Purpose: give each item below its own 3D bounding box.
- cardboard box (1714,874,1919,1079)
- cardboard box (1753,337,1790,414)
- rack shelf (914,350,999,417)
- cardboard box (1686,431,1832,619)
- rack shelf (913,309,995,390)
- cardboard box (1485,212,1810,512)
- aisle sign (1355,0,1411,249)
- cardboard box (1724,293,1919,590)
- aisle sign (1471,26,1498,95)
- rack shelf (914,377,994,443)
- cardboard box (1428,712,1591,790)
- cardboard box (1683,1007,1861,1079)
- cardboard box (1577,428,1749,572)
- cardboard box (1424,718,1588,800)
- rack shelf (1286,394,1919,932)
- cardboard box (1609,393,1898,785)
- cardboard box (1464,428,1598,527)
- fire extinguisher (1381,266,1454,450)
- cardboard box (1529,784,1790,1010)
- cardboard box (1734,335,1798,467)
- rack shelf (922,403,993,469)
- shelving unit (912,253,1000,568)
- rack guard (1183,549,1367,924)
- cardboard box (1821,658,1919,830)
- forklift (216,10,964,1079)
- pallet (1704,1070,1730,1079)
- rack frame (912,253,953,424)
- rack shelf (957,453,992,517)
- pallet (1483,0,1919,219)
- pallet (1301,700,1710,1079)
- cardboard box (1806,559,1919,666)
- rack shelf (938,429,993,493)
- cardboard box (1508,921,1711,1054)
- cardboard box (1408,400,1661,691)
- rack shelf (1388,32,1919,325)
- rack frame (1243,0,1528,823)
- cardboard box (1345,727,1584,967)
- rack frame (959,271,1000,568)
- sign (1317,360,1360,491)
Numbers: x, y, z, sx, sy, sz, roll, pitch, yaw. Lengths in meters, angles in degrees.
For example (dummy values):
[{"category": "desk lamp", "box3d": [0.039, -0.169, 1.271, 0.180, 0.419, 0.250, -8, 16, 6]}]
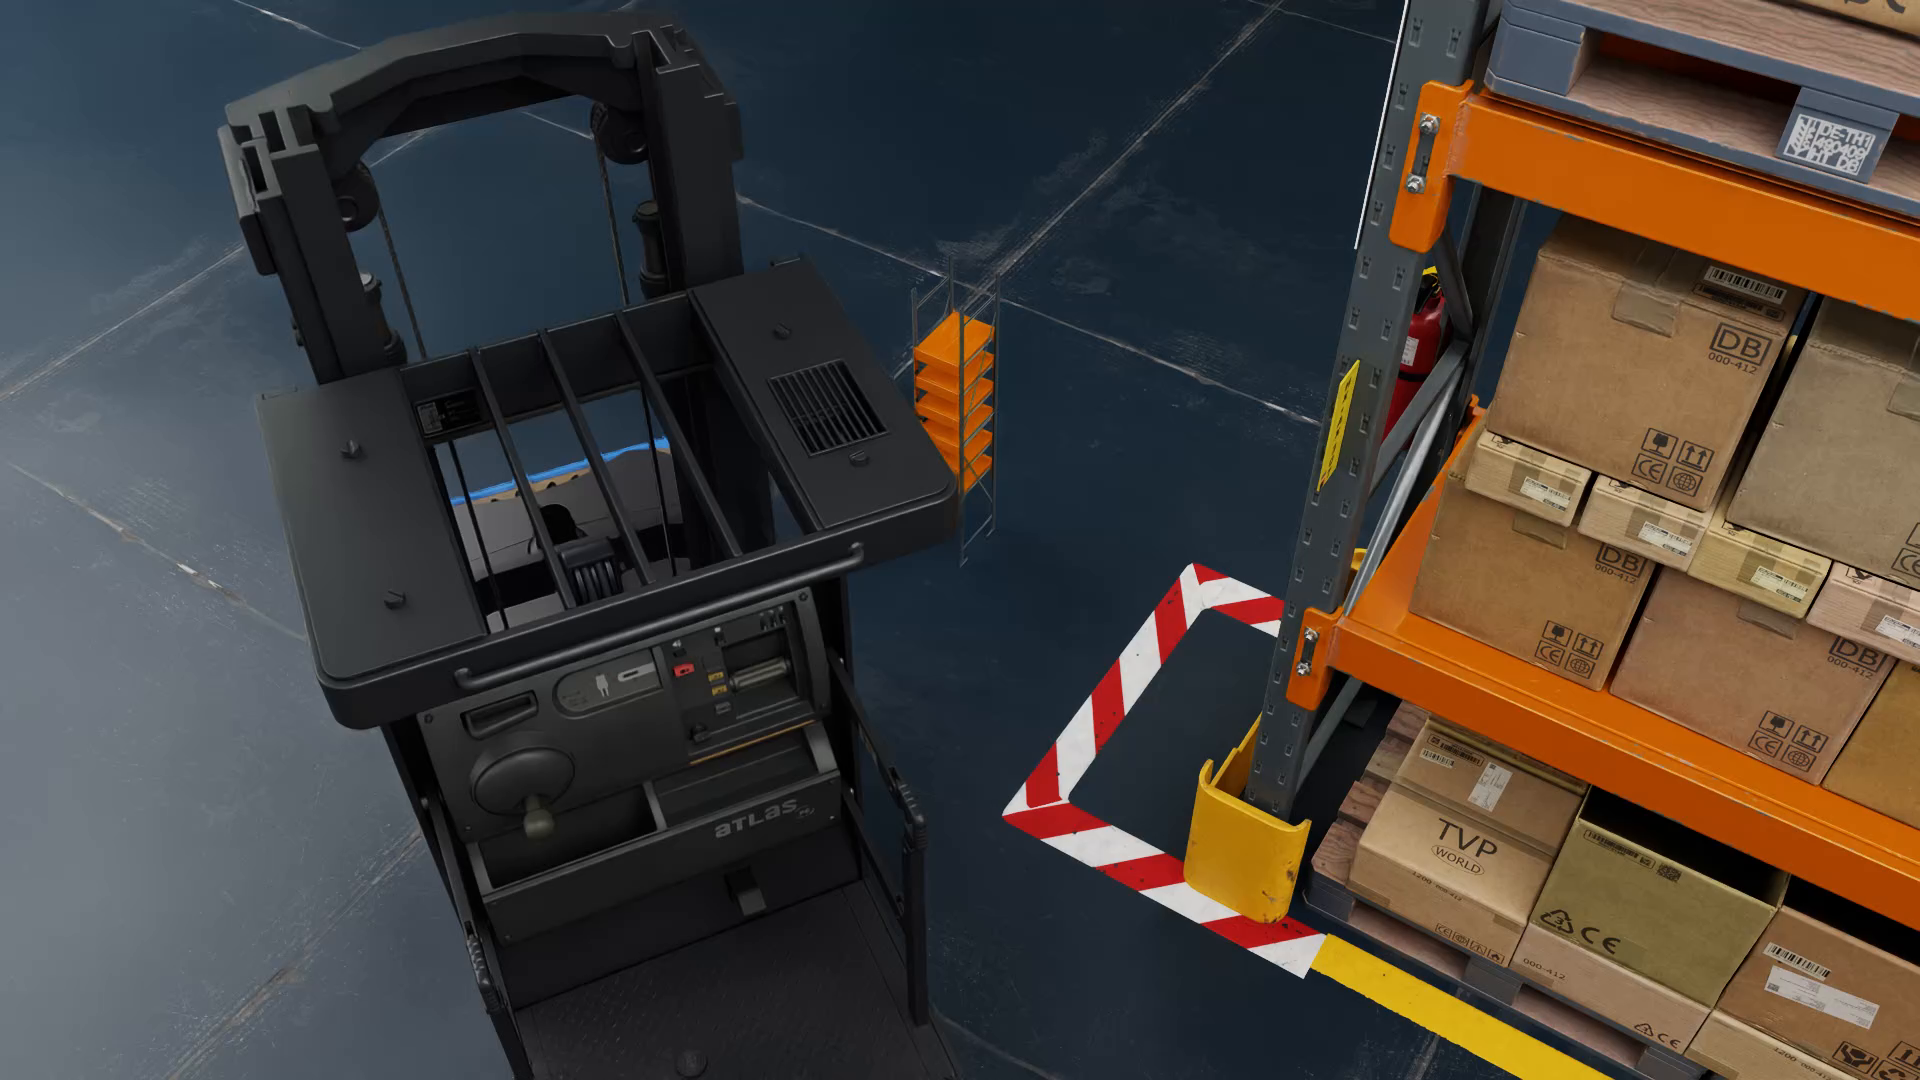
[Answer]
[{"category": "cardboard box", "box3d": [2.337, 1.013, 4.276, 0.500, 0.500, 0.500, 25, 51, 22]}, {"category": "cardboard box", "box3d": [1.802, -0.385, 4.011, 0.250, 0.149, 0.380, 26, 51, 23]}, {"category": "rack shelf", "box3d": [-0.012, -0.560, 5.685, 0.180, 0.103, 0.258, 25, 51, 22]}, {"category": "cardboard box", "box3d": [1.803, -0.039, 3.674, 0.250, 0.149, 0.380, 25, 51, 22]}, {"category": "rack shelf", "box3d": [-0.012, -0.644, 5.599, 0.180, 0.103, 0.258, 25, 51, 22]}, {"category": "cardboard box", "box3d": [1.587, -0.536, 3.705, 0.500, 0.500, 0.700, 25, 51, 22]}, {"category": "aisle sign", "box3d": [0.936, -1.004, 3.322, 0.004, 0.787, 0.394, 25, 51, 22]}, {"category": "cardboard box", "box3d": [2.033, -0.335, 3.510, 0.500, 0.500, 0.700, 23, 50, 21]}, {"category": "aisle sign", "box3d": [1.260, -1.366, 3.674, 0.004, 0.787, 0.394, 25, 51, 22]}, {"category": "rack shelf", "box3d": [-0.012, -0.476, 5.771, 0.180, 0.103, 0.258, 25, 51, 22]}, {"category": "cardboard box", "box3d": [1.768, 0.321, 4.948, 0.500, 0.500, 0.500, 25, 51, 22]}, {"category": "cardboard box", "box3d": [2.331, 1.281, 4.538, 0.500, 0.250, 0.500, 25, 51, 22]}, {"category": "cardboard box", "box3d": [1.594, -0.136, 3.769, 0.250, 0.149, 0.380, 23, 50, 21]}, {"category": "cardboard box", "box3d": [1.767, 0.583, 5.216, 0.500, 0.250, 0.500, 25, 51, 22]}, {"category": "rack shelf", "box3d": [2.840, 0.767, 3.914, 4.000, 0.370, 1.077, 25, 51, 22]}, {"category": "cardboard box", "box3d": [1.987, 0.096, 3.995, 0.500, 0.500, 0.700, 26, 51, 23]}, {"category": "cardboard box", "box3d": [1.370, -0.237, 3.866, 0.250, 0.149, 0.380, 24, 51, 22]}, {"category": "fire extinguisher", "box3d": [1.308, -0.557, 4.754, 0.183, 0.674, 0.296, 25, 51, 22]}, {"category": "cardboard box", "box3d": [1.910, 0.827, 4.456, 0.500, 0.500, 0.500, 25, 51, 22]}, {"category": "cardboard box", "box3d": [2.017, -0.286, 3.915, 0.250, 0.149, 0.380, 24, 50, 22]}, {"category": "rack shelf", "box3d": [-0.012, -0.393, 5.857, 0.180, 0.103, 0.258, 25, 51, 22]}, {"category": "shelving unit", "box3d": [-0.012, -0.424, 5.825, 0.189, 1.200, 0.258, 25, 51, 22]}, {"category": "rack guard", "box3d": [1.136, 0.604, 5.314, 0.348, 0.500, 1.175, 25, 51, 22]}, {"category": "cardboard box", "box3d": [2.402, 0.292, 3.805, 0.500, 0.500, 0.700, 25, 51, 22]}, {"category": "forklift", "box3d": [-0.673, 0.492, 3.728, 1.130, 2.935, 3.031, -18, 48, -17]}, {"category": "pallet", "box3d": [2.846, 1.458, 4.686, 1.213, 0.211, 1.003, 25, 51, 22]}, {"category": "rack frame", "box3d": [-0.089, -0.459, 5.860, 0.006, 1.200, 0.240, 25, 51, 22]}, {"category": "rack shelf", "box3d": [-0.012, -0.226, 6.029, 0.180, 0.103, 0.258, 25, 51, 22]}, {"category": "pallet", "box3d": [1.738, -0.983, 3.084, 1.213, 0.211, 1.003, 25, 51, 22]}, {"category": "pallet", "box3d": [1.823, 0.985, 5.146, 1.213, 0.211, 1.003, 25, 51, 22]}, {"category": "cardboard box", "box3d": [2.015, 0.060, 3.578, 0.250, 0.149, 0.380, 24, 50, 22]}, {"category": "rack shelf", "box3d": [-0.012, -0.309, 5.943, 0.180, 0.103, 0.258, 25, 51, 22]}, {"category": "cardboard box", "box3d": [1.911, 1.087, 4.726, 0.500, 0.250, 0.500, 25, 51, 22]}, {"category": "cardboard box", "box3d": [1.542, -0.104, 4.190, 0.500, 0.500, 0.700, 25, 51, 22]}, {"category": "rack shelf", "box3d": [2.840, -0.278, 2.839, 4.000, 0.370, 1.077, 25, 51, 22]}, {"category": "rack frame", "box3d": [1.156, -0.258, 4.409, 0.127, 3.000, 1.000, 25, 51, 22]}, {"category": "cardboard box", "box3d": [1.488, 0.896, 4.912, 0.500, 0.250, 0.500, 25, 51, 22]}, {"category": "rack frame", "box3d": [0.065, -0.388, 5.791, 0.006, 1.200, 0.240, 25, 51, 22]}, {"category": "sign", "box3d": [0.852, -0.254, 3.747, 0.005, 0.325, 0.100, 25, 51, 22]}]
